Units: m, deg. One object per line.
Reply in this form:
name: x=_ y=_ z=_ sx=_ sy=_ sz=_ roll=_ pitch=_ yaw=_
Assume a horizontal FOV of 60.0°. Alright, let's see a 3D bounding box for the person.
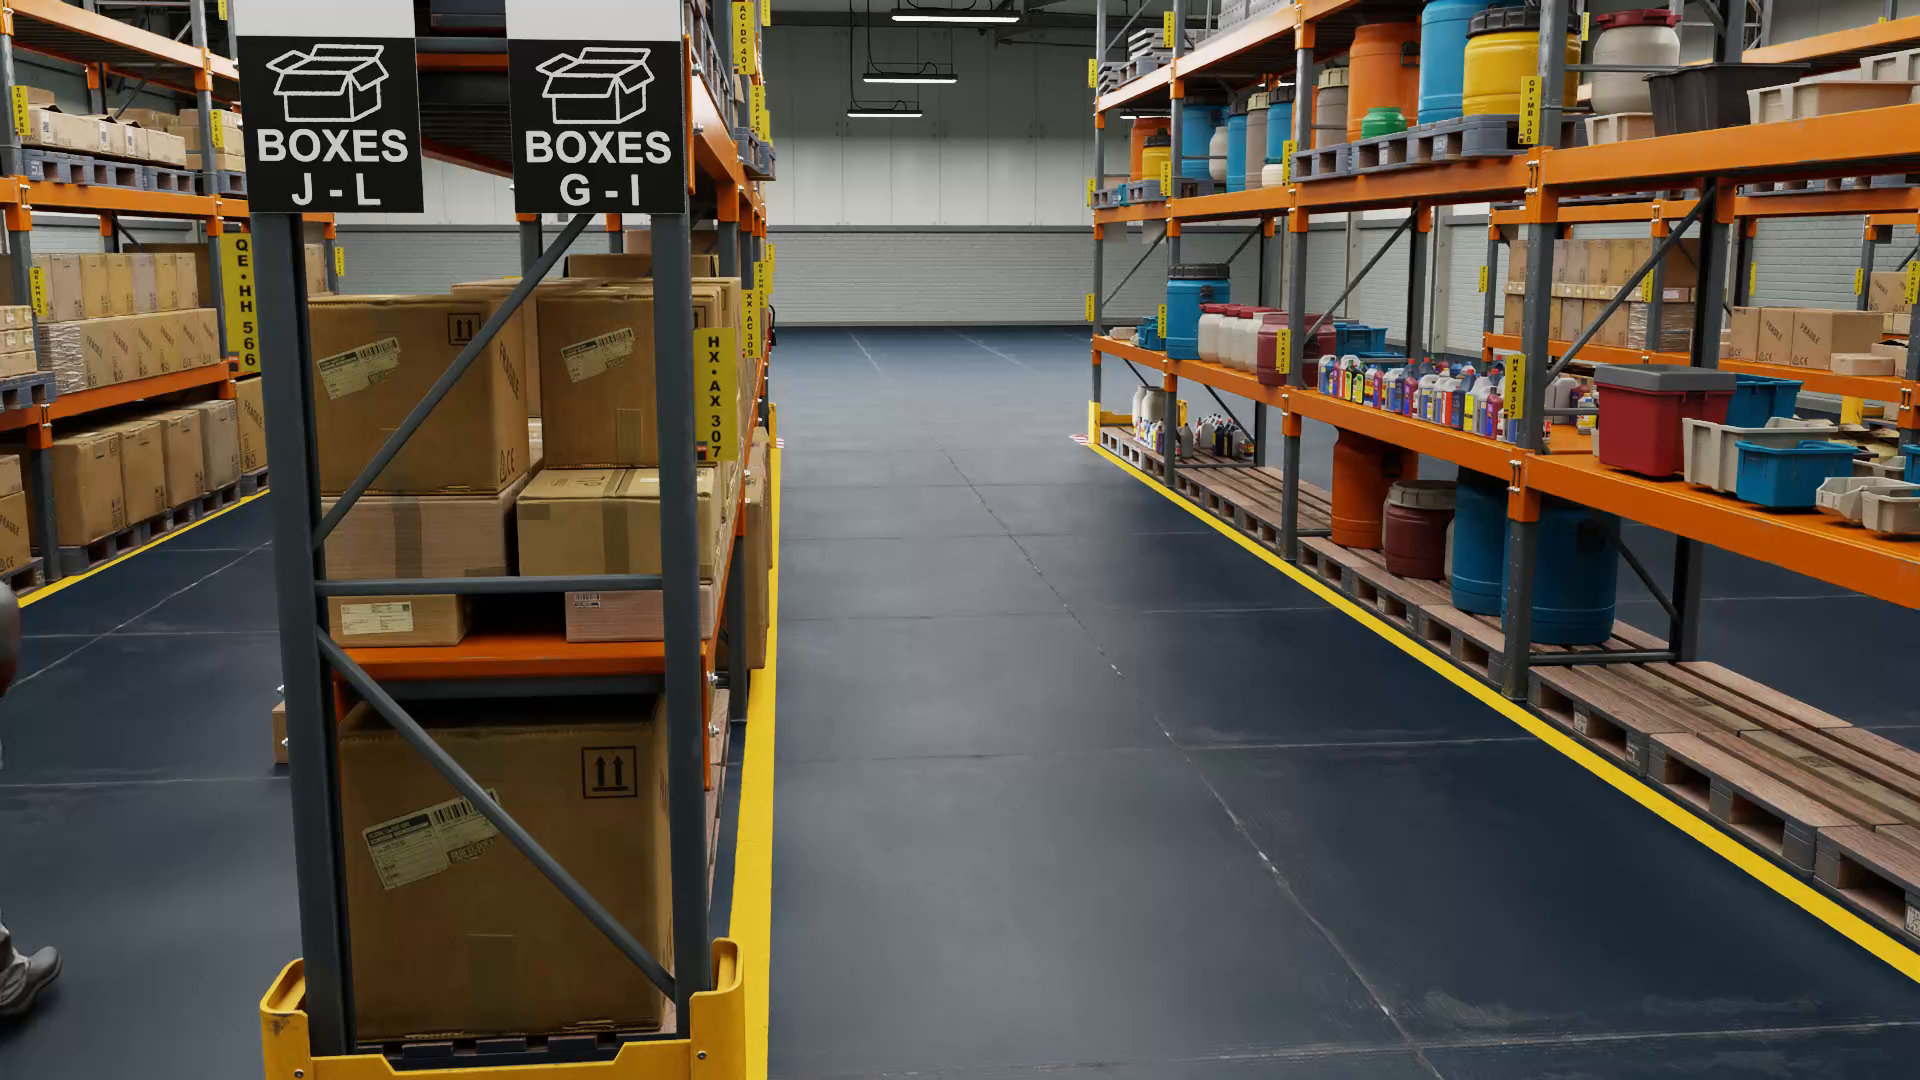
person: x=-2.929 y=0.654 z=4.671 sx=0.533 sy=1.729 sz=1.077 roll=-1 pitch=10 yaw=-4
